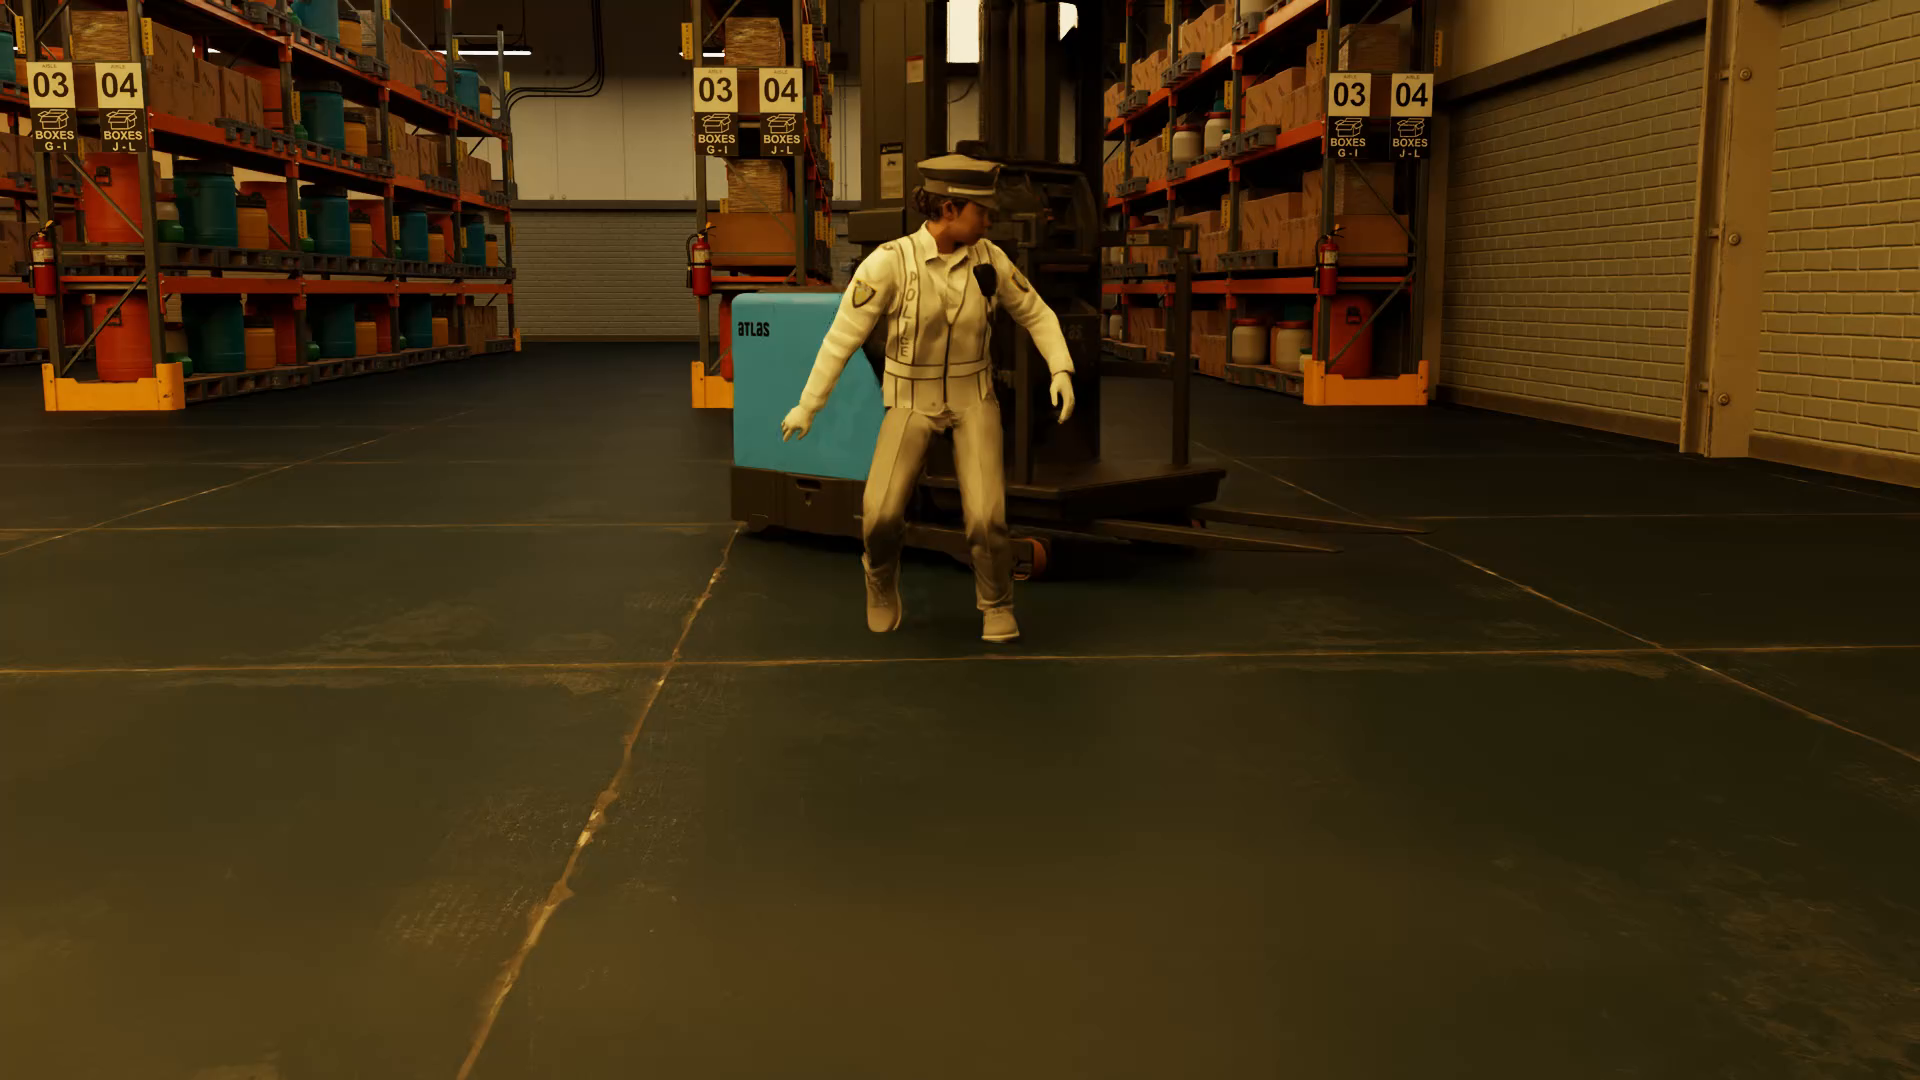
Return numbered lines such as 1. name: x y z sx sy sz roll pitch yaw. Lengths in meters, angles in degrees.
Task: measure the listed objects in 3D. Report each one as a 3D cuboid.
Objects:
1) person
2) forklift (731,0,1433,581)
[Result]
1. person: -0.100 -0.404 5.115 0.893 1.510 0.521 -1 9 -7
2. forklift: 0.388 -1.380 6.623 3.031 2.935 1.130 8 12 43
